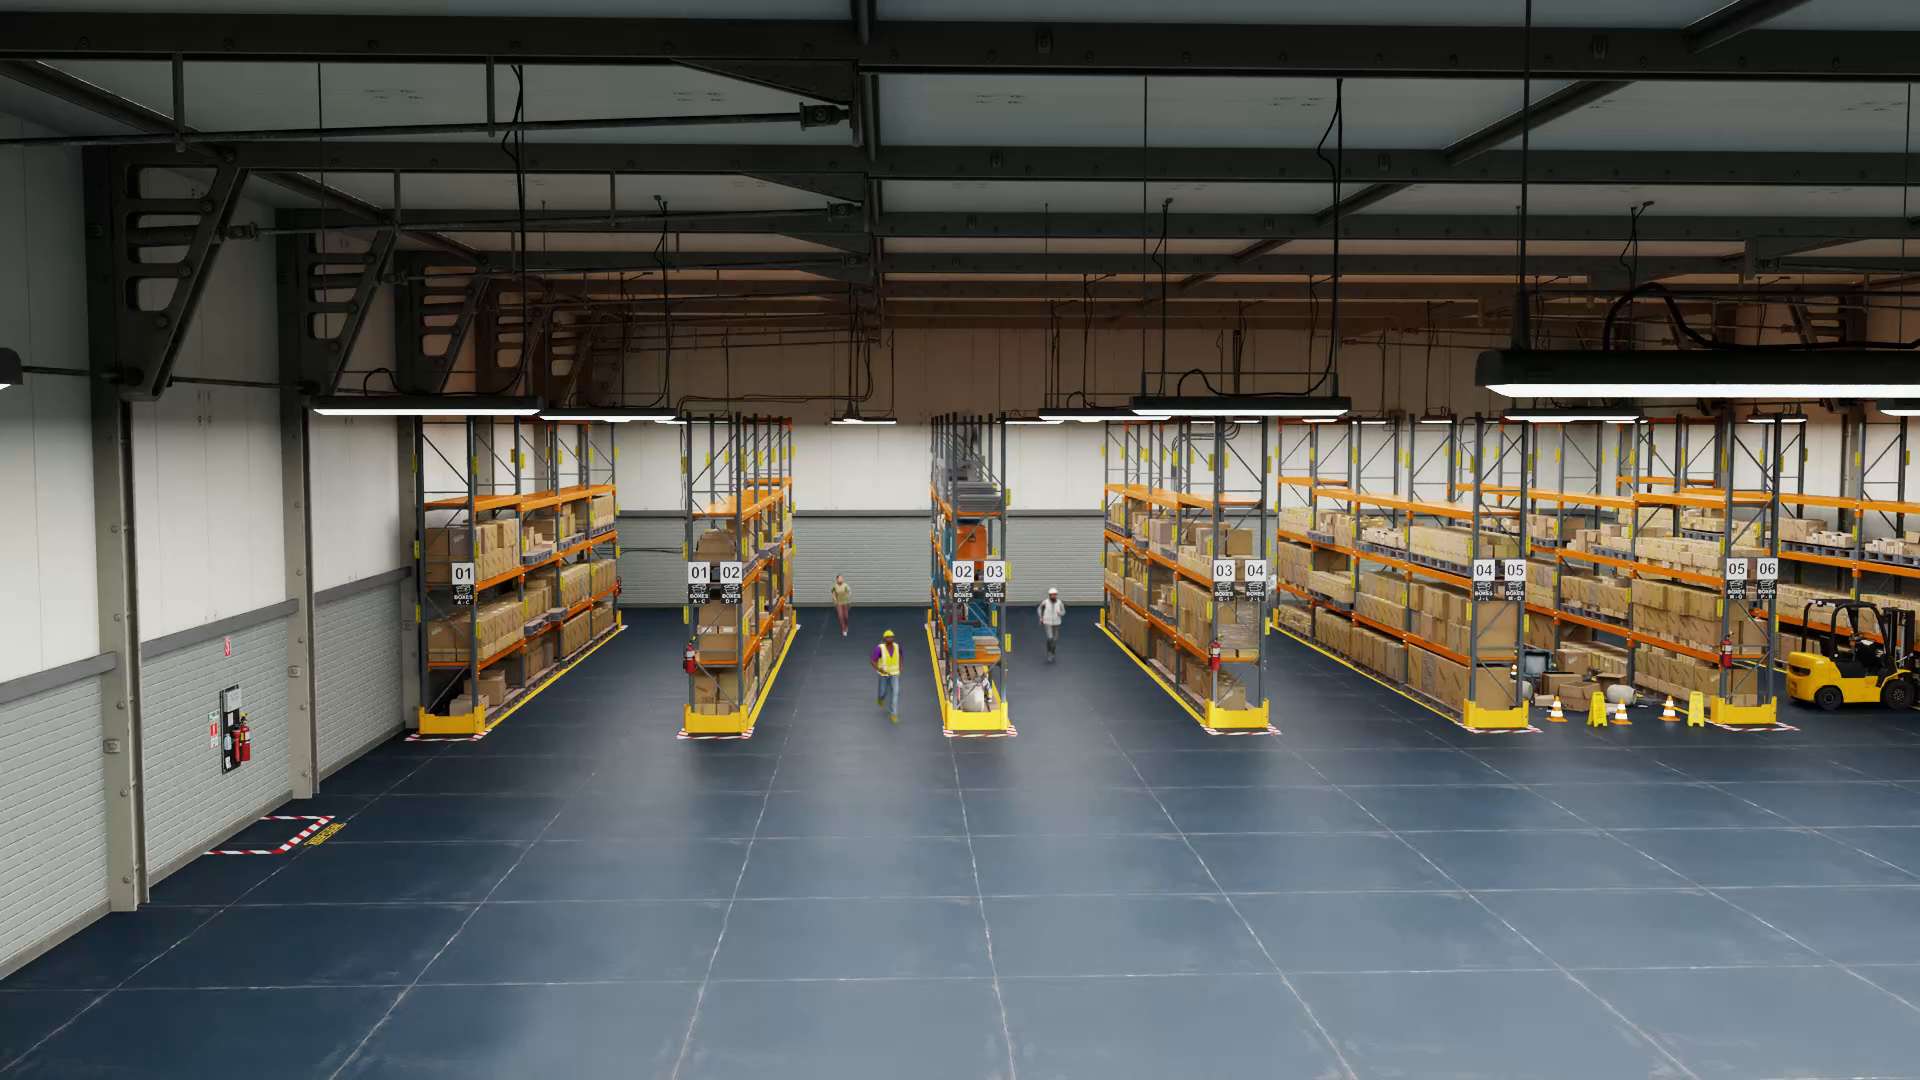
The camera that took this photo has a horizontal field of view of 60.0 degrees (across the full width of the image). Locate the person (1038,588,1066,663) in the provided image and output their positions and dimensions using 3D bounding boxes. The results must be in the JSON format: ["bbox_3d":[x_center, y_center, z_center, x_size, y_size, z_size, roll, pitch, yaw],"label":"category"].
[{"bbox_3d":[2.255,2.079,40.637,0.621,1.826,0.834,-1,4,-10],"label":"person"}]

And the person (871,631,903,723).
[{"bbox_3d":[-1.423,2.650,32.627,0.671,1.757,1.092,-1,4,-13],"label":"person"}]

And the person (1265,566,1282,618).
[{"bbox_3d":[9.254,1.594,49.029,0.813,1.664,0.656,0,4,2],"label":"person"}]

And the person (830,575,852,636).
[{"bbox_3d":[-3.280,1.783,45.867,0.591,1.667,0.838,-1,4,-7],"label":"person"}]

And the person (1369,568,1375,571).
[{"bbox_3d":[11.388,1.672,45.956,0.661,1.769,0.993,0,4,-6],"label":"person"}]
